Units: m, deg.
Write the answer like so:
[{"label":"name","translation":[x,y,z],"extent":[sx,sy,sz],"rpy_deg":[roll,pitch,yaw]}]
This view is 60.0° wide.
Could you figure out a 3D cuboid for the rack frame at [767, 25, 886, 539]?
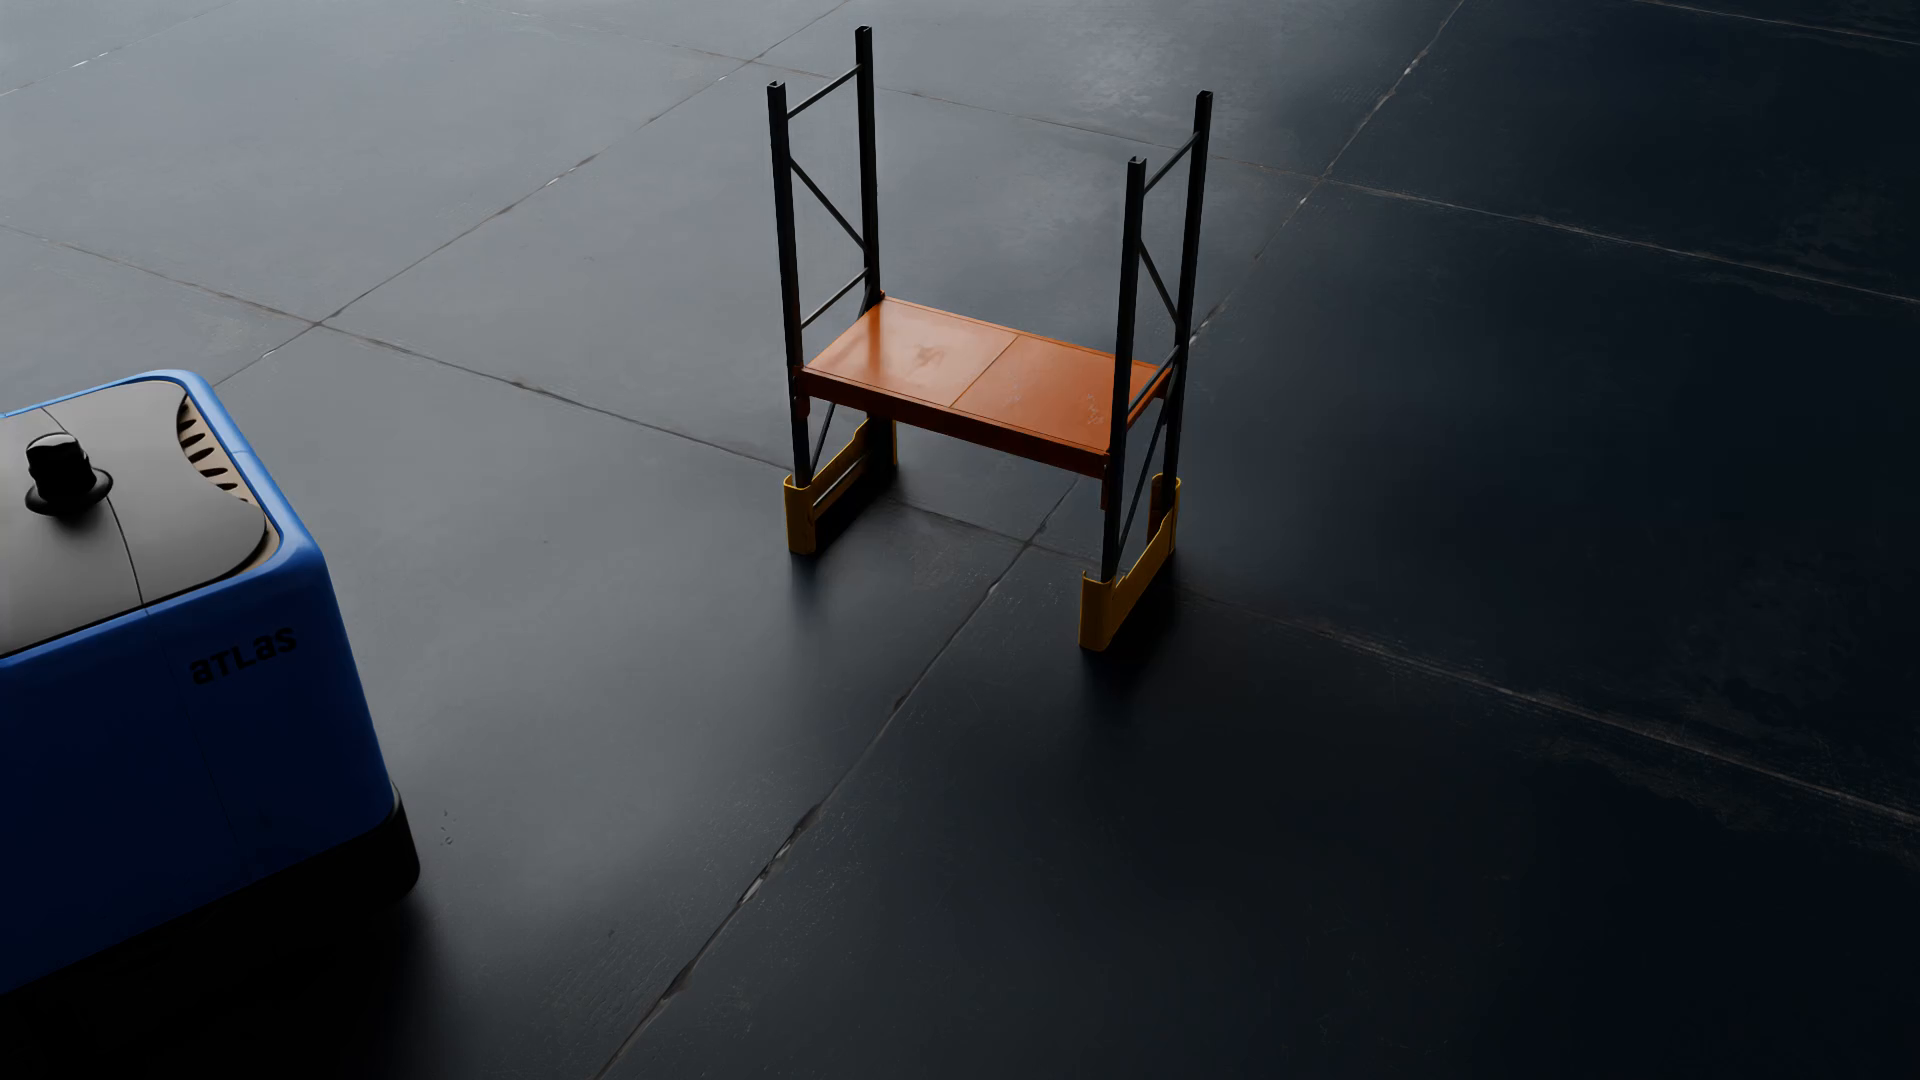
[{"label":"rack frame","translation":[-0.376,-0.715,4.951],"extent":[0.032,1.500,0.500],"rpy_deg":[17,41,21]}]

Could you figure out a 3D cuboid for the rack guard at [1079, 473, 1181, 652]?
[{"label":"rack guard","translation":[0.510,0.060,4.964],"extent":[0.087,0.250,0.587],"rpy_deg":[17,41,21]}]

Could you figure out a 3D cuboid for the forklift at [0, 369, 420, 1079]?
[{"label":"forklift","translation":[-2.811,0.003,2.821],"extent":[3.031,2.935,1.130],"rpy_deg":[-23,43,-28]}]

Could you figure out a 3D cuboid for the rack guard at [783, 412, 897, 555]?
[{"label":"rack guard","translation":[-0.375,-0.217,5.329],"extent":[0.087,0.250,0.587],"rpy_deg":[17,41,21]}]

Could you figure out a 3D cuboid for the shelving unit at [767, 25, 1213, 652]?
[{"label":"shelving unit","translation":[0.068,-0.576,4.769],"extent":[1.083,1.500,0.587],"rpy_deg":[17,41,21]}]

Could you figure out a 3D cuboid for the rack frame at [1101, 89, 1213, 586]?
[{"label":"rack frame","translation":[0.527,-0.432,4.579],"extent":[0.032,1.500,0.500],"rpy_deg":[17,41,21]}]

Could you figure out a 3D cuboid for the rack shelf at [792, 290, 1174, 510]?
[{"label":"rack shelf","translation":[0.076,-0.430,4.874],"extent":[1.000,0.185,0.538],"rpy_deg":[17,41,21]}]
